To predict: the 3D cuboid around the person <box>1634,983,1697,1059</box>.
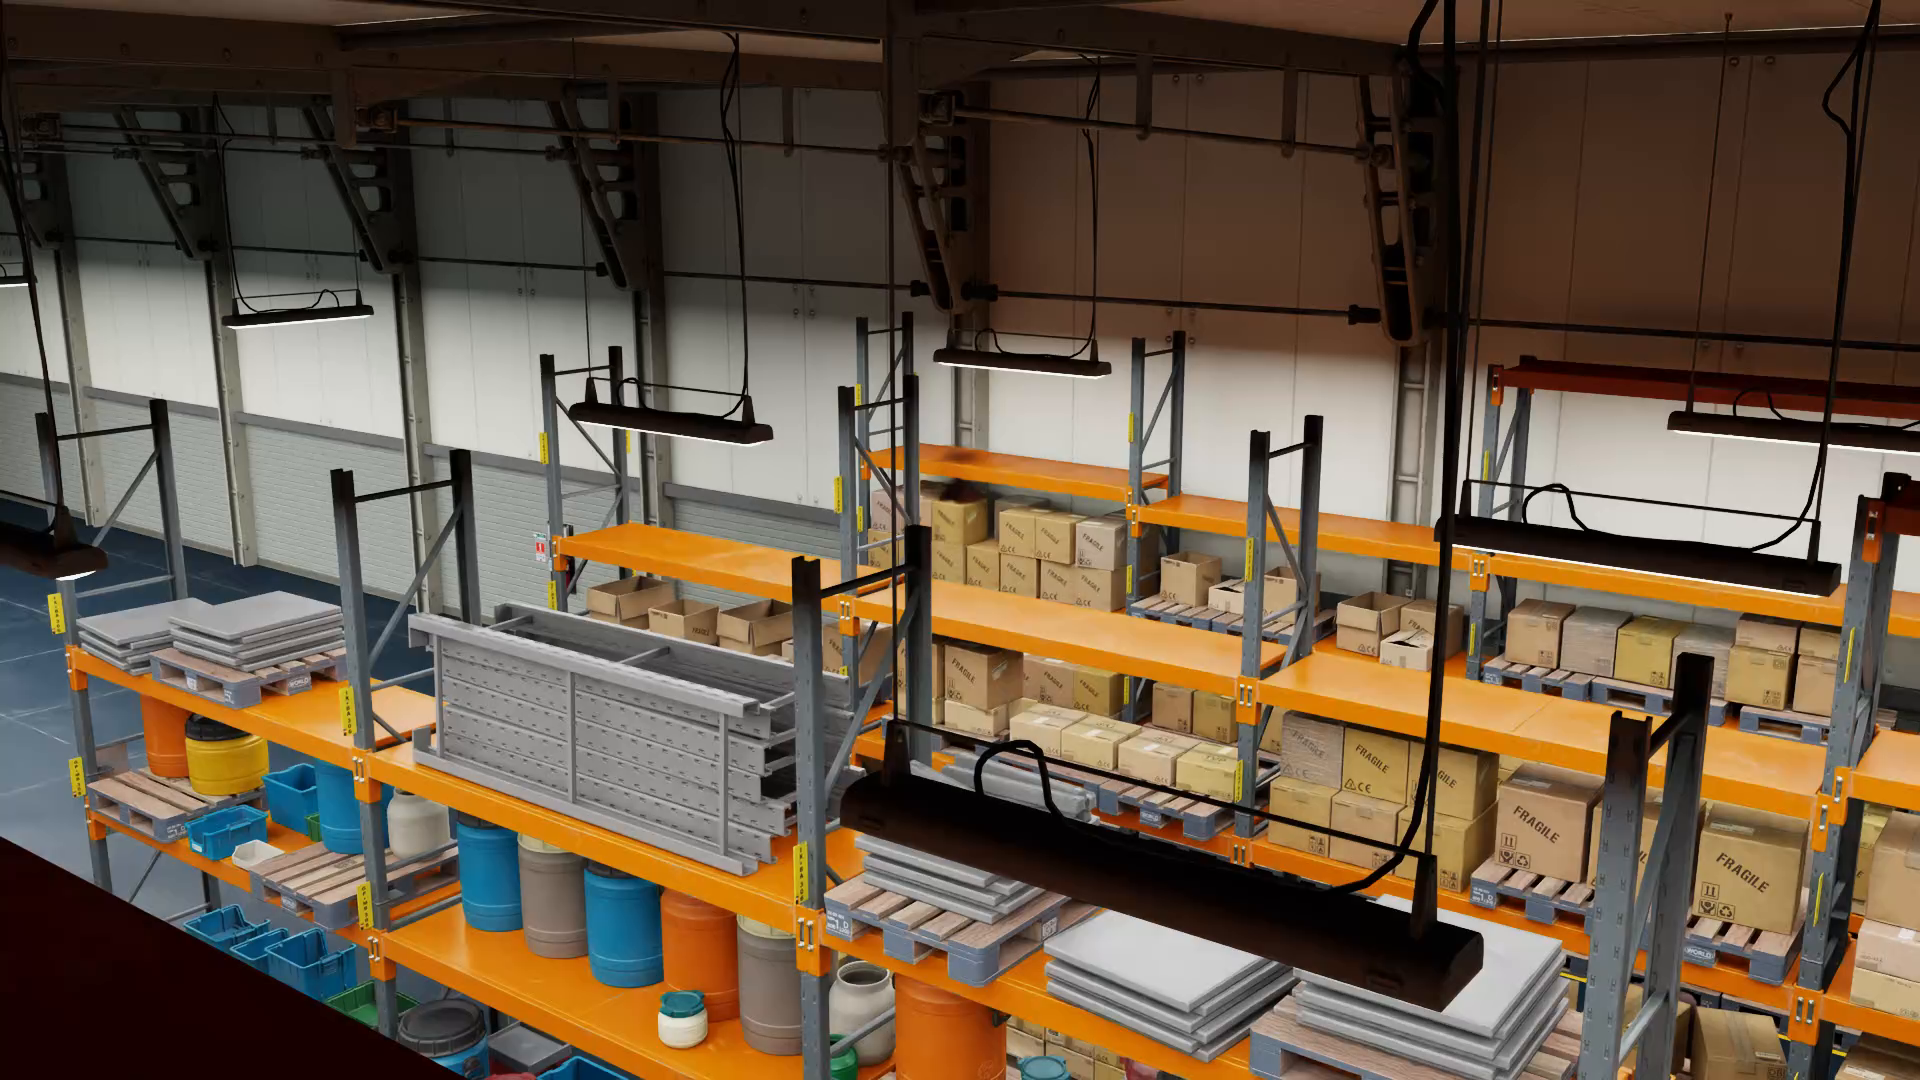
[{"bbox_3d":[5.598,4.147,13.395,0.672,1.783,0.453,6,14,24],"label":"person"}]
